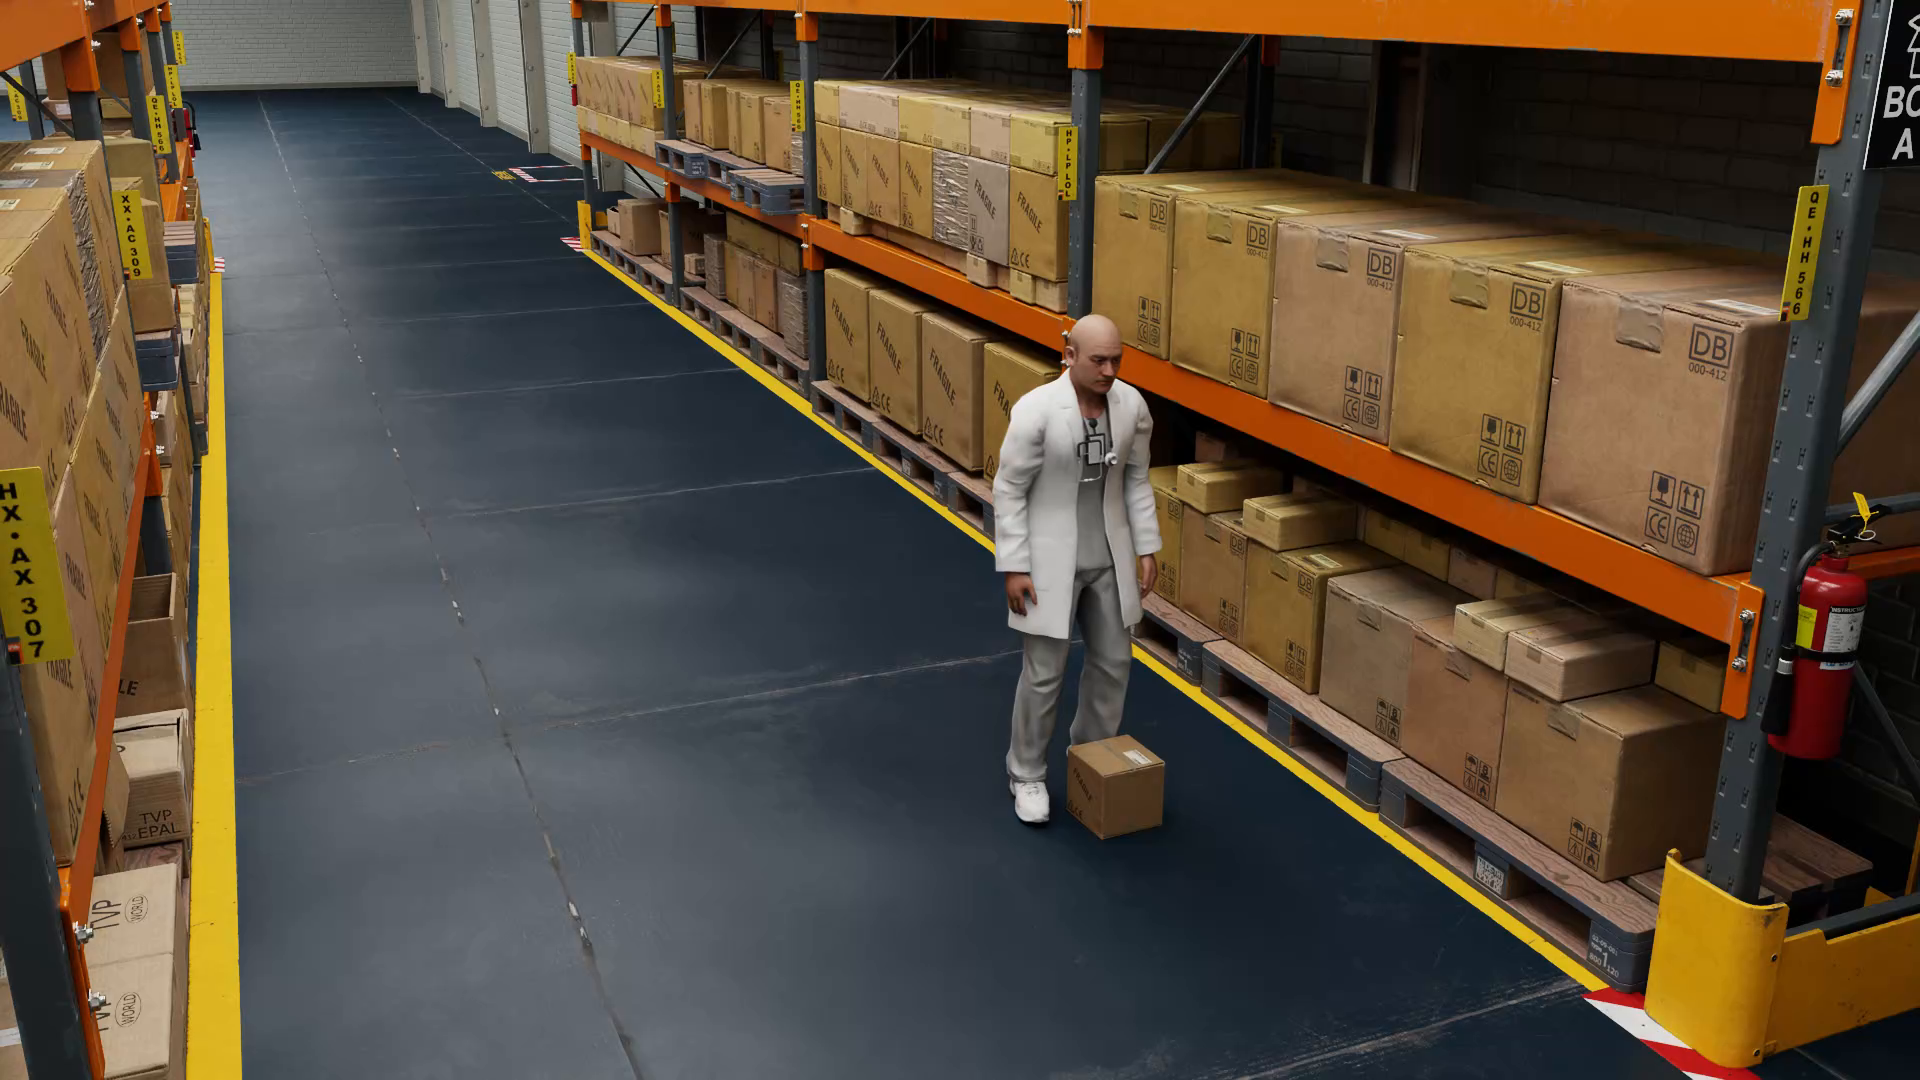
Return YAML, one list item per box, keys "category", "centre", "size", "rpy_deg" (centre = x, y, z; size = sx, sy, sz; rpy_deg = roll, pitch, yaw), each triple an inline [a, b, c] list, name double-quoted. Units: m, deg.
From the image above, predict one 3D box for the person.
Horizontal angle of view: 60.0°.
- category: "person"
  centre: [0.417, 0.084, 5.833]
  size: [0.643, 1.774, 0.426]
  rpy_deg: [-8, 20, -23]
